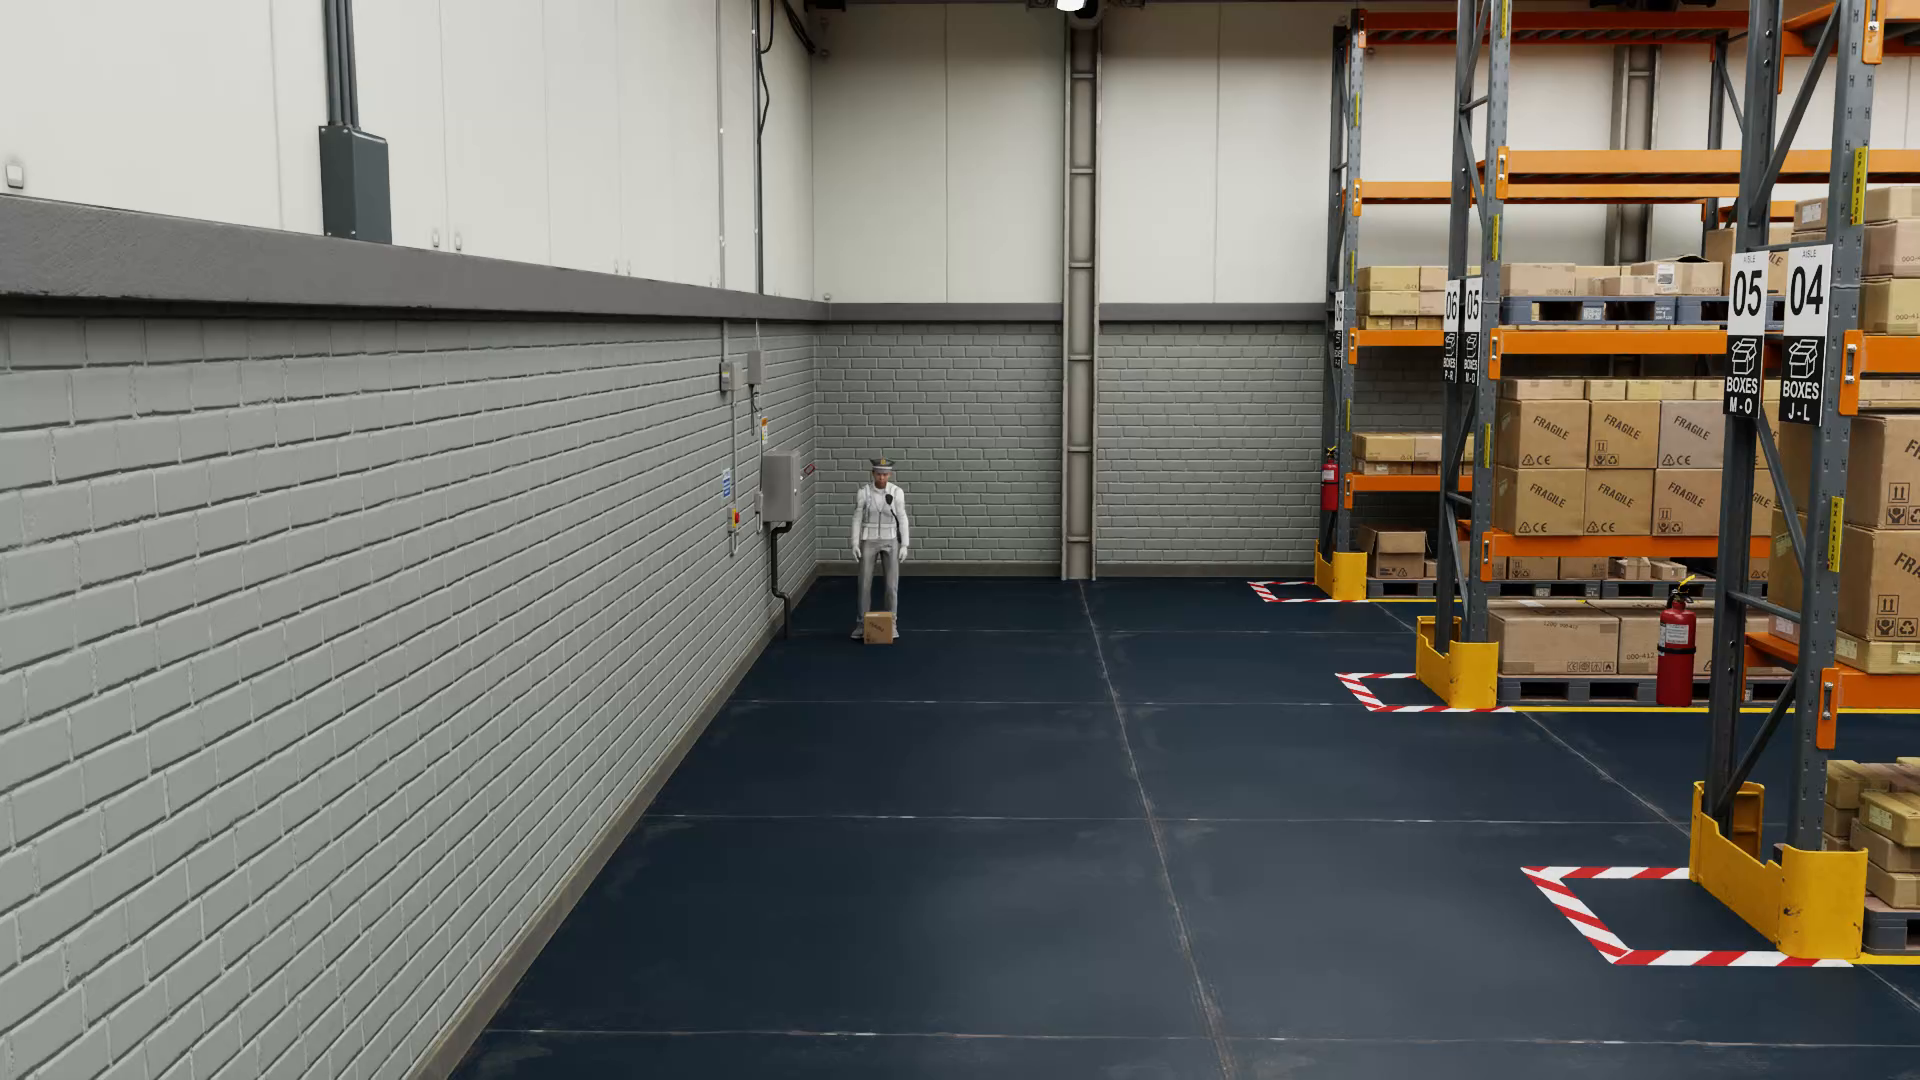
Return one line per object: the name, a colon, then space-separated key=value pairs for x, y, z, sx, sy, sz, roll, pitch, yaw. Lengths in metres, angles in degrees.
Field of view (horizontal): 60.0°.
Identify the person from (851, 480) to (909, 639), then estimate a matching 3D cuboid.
person: x=-0.737 y=0.164 z=15.277 sx=0.539 sy=1.462 sz=0.358 roll=0 pitch=7 yaw=-2
